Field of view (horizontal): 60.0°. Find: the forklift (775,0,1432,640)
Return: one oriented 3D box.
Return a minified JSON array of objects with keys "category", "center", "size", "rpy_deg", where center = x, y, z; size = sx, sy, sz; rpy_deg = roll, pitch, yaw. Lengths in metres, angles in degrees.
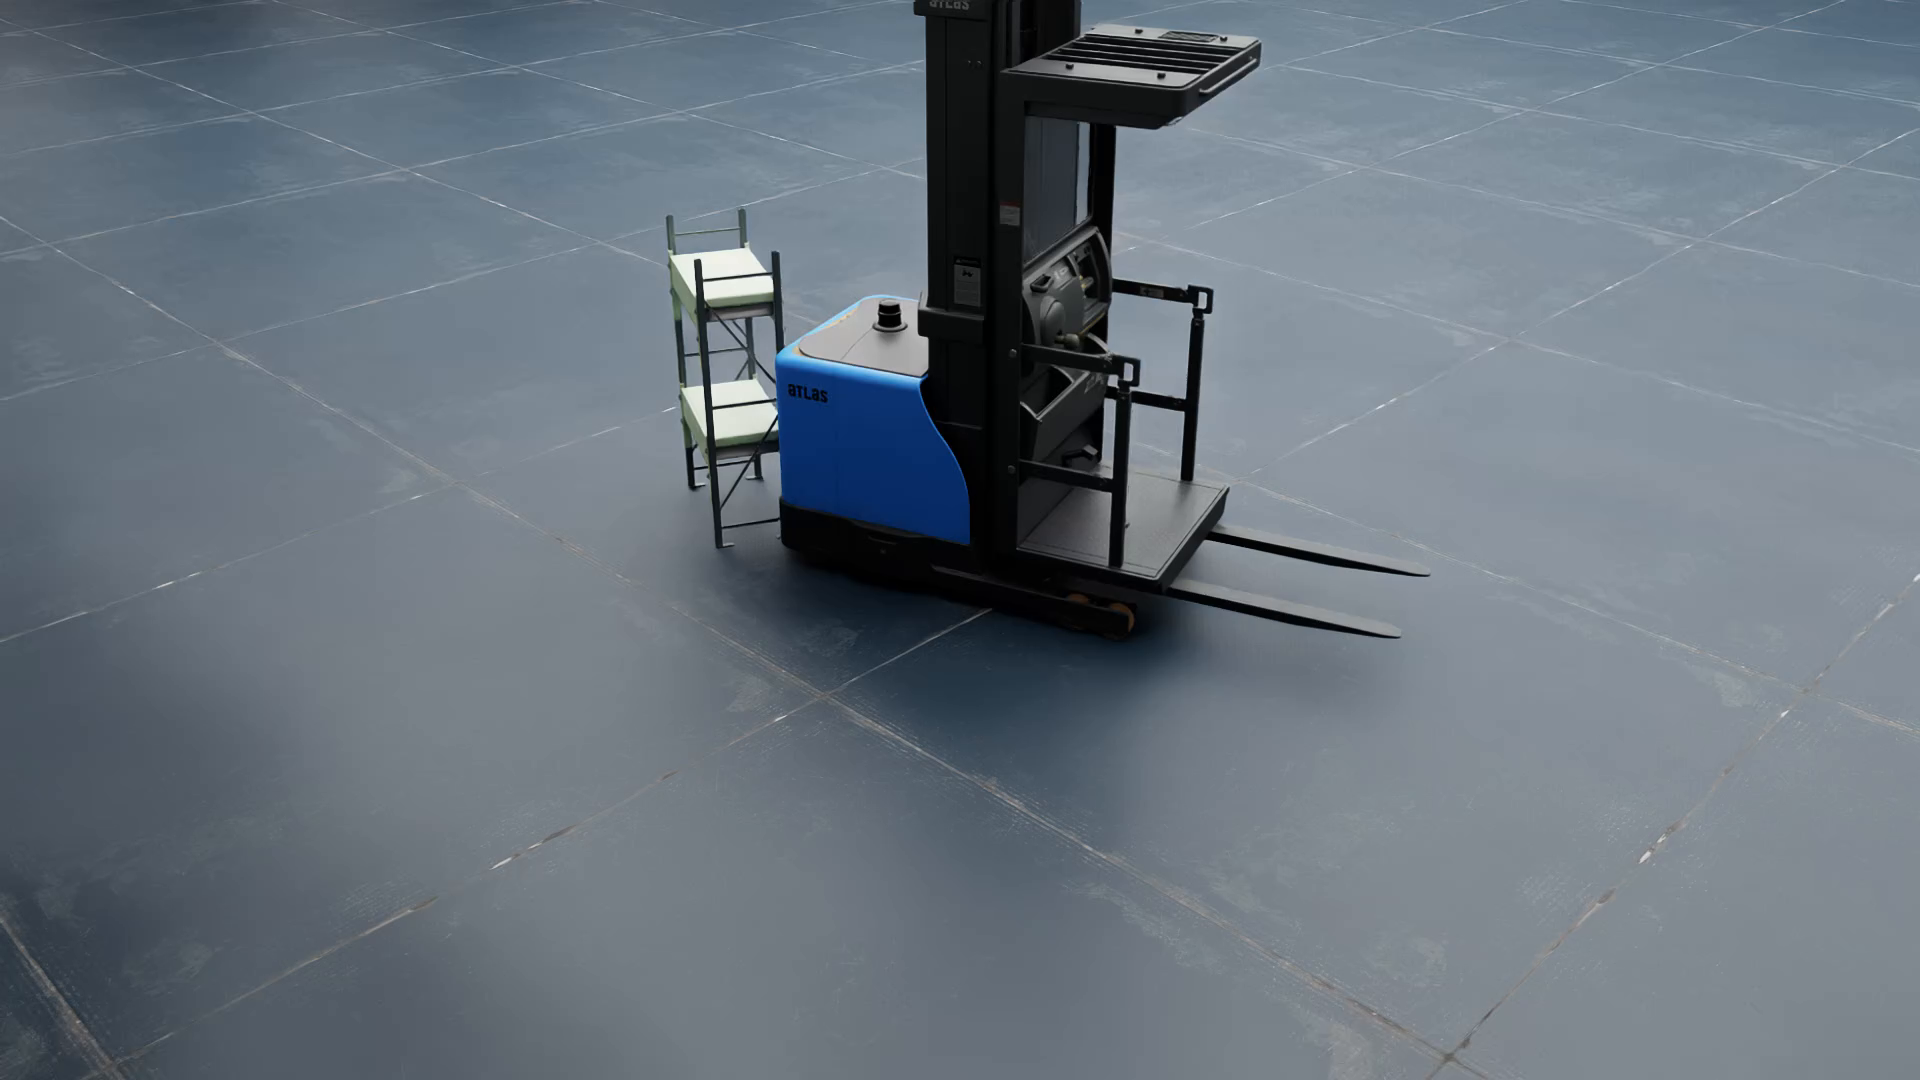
[{"category":"forklift","center":[0.670,-1.125,7.416],"size":[3.031,2.935,1.130],"rpy_deg":[13,30,22]}]

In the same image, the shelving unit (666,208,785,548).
[{"category":"shelving unit","center":[-1.156,-0.818,8.371],"size":[0.431,1.500,0.755],"rpy_deg":[-9,29,-17]}]

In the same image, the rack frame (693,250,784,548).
[{"category":"rack frame","center":[-1.037,-0.657,8.064],"size":[0.400,1.500,0.023],"rpy_deg":[-9,29,-17]}]

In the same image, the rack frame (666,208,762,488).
[{"category":"rack frame","center":[-1.274,-0.980,8.678],"size":[0.400,1.500,0.023],"rpy_deg":[-9,29,-17]}]

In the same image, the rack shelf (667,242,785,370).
[{"category":"rack shelf","center":[-1.156,-1.164,8.189],"size":[0.431,0.370,0.720],"rpy_deg":[-9,29,-17]}]

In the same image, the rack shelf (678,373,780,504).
[{"category":"rack shelf","center":[-1.156,-0.530,8.523],"size":[0.431,0.370,0.720],"rpy_deg":[-9,29,-17]}]
